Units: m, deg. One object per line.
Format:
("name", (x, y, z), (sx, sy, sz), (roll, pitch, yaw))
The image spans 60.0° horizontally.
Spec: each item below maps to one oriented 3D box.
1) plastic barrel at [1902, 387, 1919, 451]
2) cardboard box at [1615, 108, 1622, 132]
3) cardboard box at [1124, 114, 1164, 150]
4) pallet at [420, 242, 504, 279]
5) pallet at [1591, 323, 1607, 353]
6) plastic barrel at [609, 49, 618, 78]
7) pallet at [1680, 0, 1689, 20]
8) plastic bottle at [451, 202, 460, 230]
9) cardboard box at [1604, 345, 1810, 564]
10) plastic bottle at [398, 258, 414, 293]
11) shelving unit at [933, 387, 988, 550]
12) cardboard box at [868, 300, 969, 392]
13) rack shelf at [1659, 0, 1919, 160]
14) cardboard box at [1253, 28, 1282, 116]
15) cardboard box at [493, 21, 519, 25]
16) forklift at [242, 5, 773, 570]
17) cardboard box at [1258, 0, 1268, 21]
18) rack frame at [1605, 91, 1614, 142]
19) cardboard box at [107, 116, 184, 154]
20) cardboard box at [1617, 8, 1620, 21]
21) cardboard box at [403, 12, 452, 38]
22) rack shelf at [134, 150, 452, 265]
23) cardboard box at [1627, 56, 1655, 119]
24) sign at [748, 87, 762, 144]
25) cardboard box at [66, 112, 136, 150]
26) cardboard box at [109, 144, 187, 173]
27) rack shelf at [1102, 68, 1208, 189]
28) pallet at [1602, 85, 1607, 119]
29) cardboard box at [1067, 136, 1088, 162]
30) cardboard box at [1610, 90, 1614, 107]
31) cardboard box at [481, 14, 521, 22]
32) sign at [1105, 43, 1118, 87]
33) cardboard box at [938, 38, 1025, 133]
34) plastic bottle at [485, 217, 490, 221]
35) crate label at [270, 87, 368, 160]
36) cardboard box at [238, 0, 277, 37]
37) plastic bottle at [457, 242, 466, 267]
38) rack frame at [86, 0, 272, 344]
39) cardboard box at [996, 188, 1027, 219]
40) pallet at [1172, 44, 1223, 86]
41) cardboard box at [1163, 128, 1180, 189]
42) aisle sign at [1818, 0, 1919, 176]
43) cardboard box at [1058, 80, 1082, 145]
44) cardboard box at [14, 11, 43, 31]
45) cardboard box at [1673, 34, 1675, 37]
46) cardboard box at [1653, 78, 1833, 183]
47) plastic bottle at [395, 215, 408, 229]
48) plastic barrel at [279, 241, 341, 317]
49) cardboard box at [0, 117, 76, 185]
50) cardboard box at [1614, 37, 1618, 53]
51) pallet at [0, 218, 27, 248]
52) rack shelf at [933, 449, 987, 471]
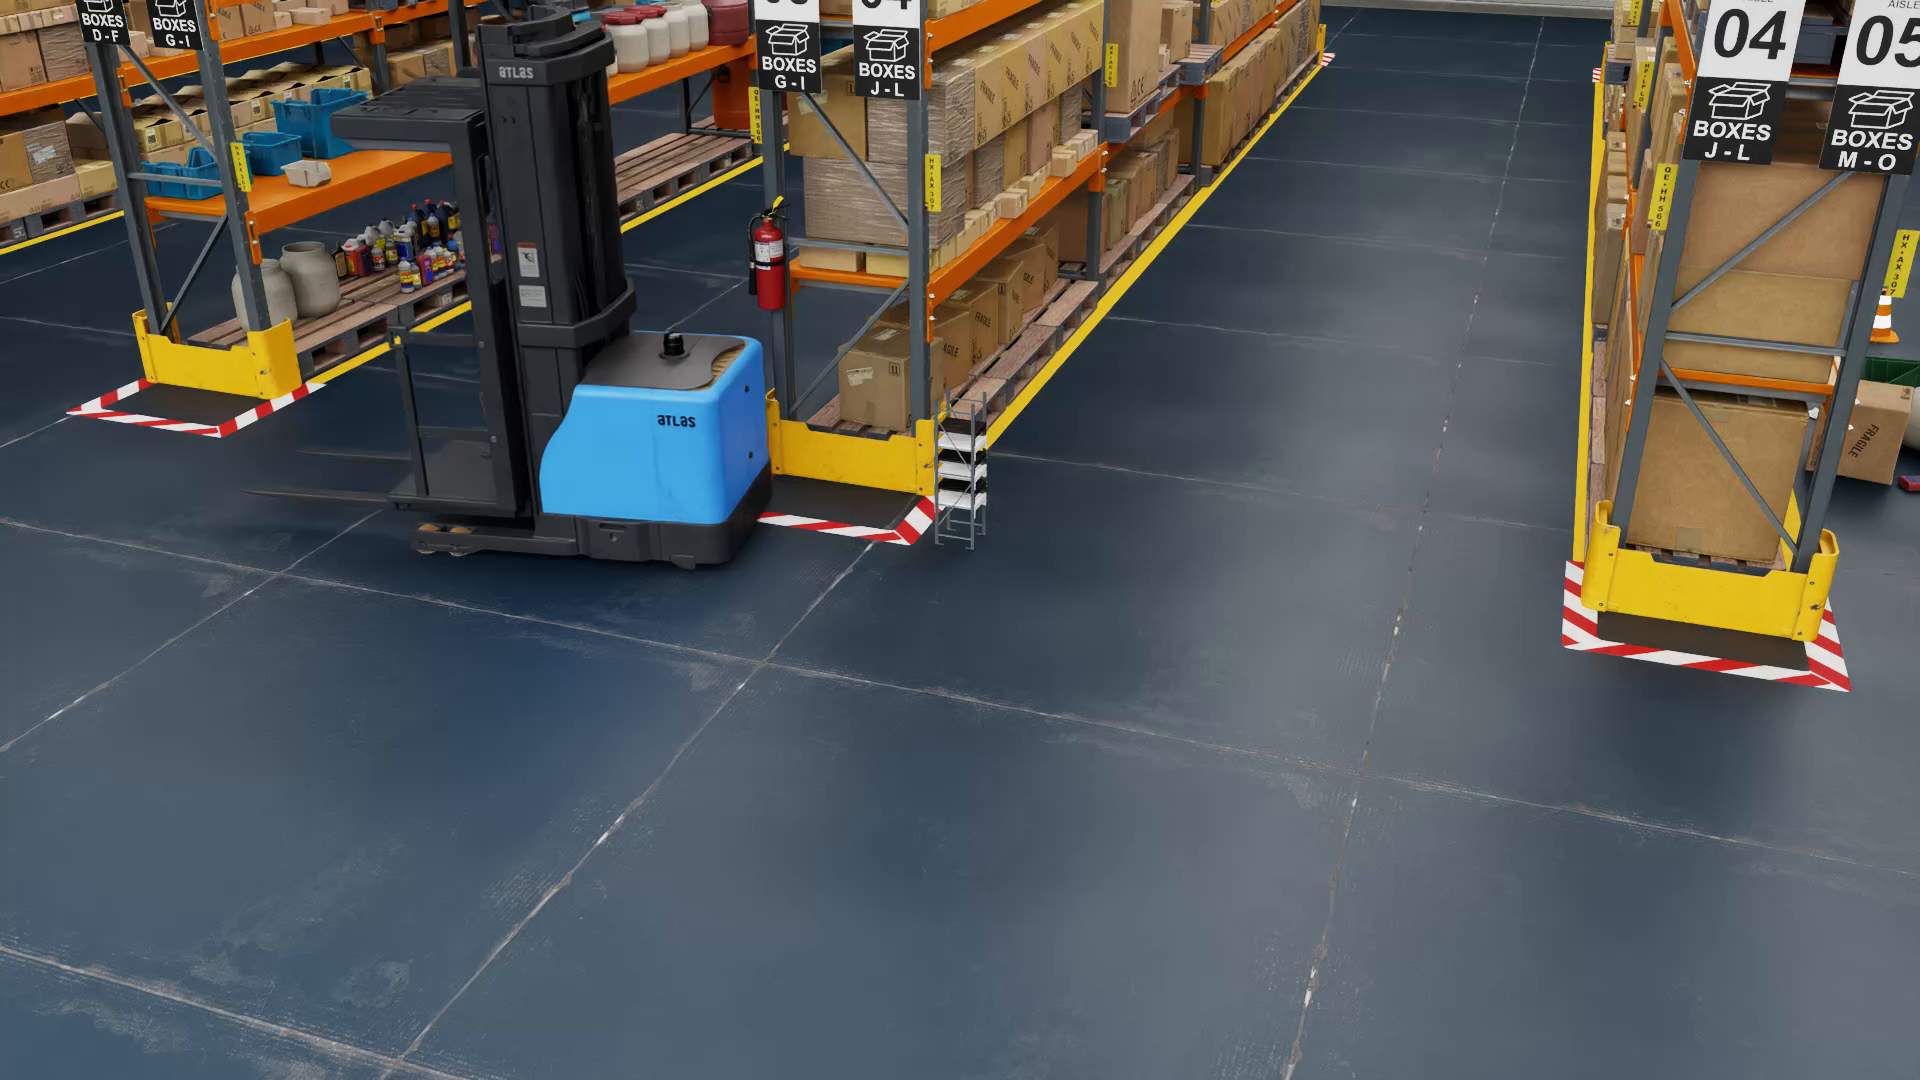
("plastic barrel", (6.373, -0.774, 10.863), (0.421, 0.421, 0.512), (-14, 29, -27))
("cardboard box", (6.616, -3.987, 16.068), (0.500, 0.250, 0.500), (8, 27, 16))
("cardboard box", (1.630, -3.938, 15.945), (0.500, 0.250, 0.500), (12, 28, 23))
("pallet", (-4.273, -2.576, 14.829), (1.003, 0.211, 1.213), (9, 27, 17))
("pallet", (5.490, -1.695, 13.009), (1.003, 0.211, 1.213), (9, 27, 17))
("plastic barrel", (-3.425, -4.561, 15.886), (0.301, 0.262, 0.301), (0, 26, 0))
("pallet", (4.614, -3.098, 9.366), (1.003, 0.211, 1.213), (9, 27, 17))
("plastic bottle", (-4.511, -2.857, 14.822), (0.061, 0.283, 0.133), (9, 27, 17))
("cardboard box", (4.136, -0.499, 9.296), (0.875, 0.875, 0.875), (9, 27, 18))
("plastic bottle", (-4.444, -2.127, 13.328), (0.097, 0.271, 0.097), (0, 26, 0))
("shelving unit", (0.003, -0.408, 9.561), (0.258, 0.900, 0.210), (9, 27, 17))
("cardboard box", (-0.280, -1.308, 11.396), (0.500, 0.500, 0.500), (17, 30, 31))
("rack shelf", (4.639, -2.827, 9.529), (1.077, 0.370, 4.000), (9, 27, 17))
("cardboard box", (3.129, -5.637, 19.907), (1.225, 0.875, 0.875), (9, 27, 18))
("cardboard box", (-6.084, -6.735, 22.583), (0.500, 0.500, 0.500), (9, 27, 18))
("forklift", (-2.708, -1.446, 9.373), (3.031, 2.935, 1.130), (4, 26, 9))
("cardboard box", (3.253, -6.281, 19.167), (0.500, 0.500, 0.500), (10, 27, 19))
("rack frame", (7.966, -5.910, 18.514), (1.000, 3.000, 0.127), (9, 27, 17))
("cardboard box", (-8.308, -4.159, 16.927), (0.500, 0.311, 0.500), (9, 27, 18))
("cardboard box", (6.711, -5.168, 16.447), (0.380, 0.149, 0.250), (9, 27, 17))
("cardboard box", (-6.908, -6.739, 21.729), (0.500, 0.250, 0.500), (8, 27, 16))
("rack shelf", (-4.676, -2.956, 13.238), (1.077, 0.370, 4.000), (9, 27, 17))
("cardboard box", (5.897, -3.749, 13.937), (0.500, 0.500, 0.500), (9, 27, 17))
("sign", (-1.187, -2.491, 9.762), (0.100, 0.325, 0.005), (9, 27, 17))
("cardboard box", (-8.816, -4.233, 17.080), (0.500, 0.311, 0.500), (9, 27, 17))
("cardboard box", (-8.312, -3.902, 17.041), (0.500, 0.250, 0.500), (8, 27, 16))
("rack shelf", (1.326, -3.881, 15.149), (1.077, 0.370, 4.000), (9, 27, 17))
("pallet", (8.561, -5.439, 20.741), (1.003, 0.211, 1.213), (9, 27, 17))
("cardboard box", (0.774, -3.038, 12.870), (0.380, 0.149, 0.250), (9, 27, 17))
("cardboard box", (7.771, -5.125, 19.341), (0.380, 0.149, 0.250), (9, 27, 18))
("cardboard box", (-6.409, -7.018, 23.167), (0.500, 0.500, 0.500), (8, 27, 15))
("sign", (1.175, -3.697, 12.950), (0.100, 0.325, 0.005), (9, 27, 17))
("cardboard box", (0.108, -2.965, 10.828), (0.500, 0.500, 0.500), (9, 27, 17))
("plastic bottle", (-4.165, -2.699, 14.503), (0.152, 0.276, 0.135), (9, 27, 17))
("crate label", (-4.984, -3.269, 13.019), (0.502, 0.435, 0.616), (9, 27, 17))
("cardboard box", (-7.892, -5.818, 18.210), (0.500, 0.500, 0.500), (7, 27, 15))
("plastic bottle", (-4.195, -2.403, 13.977), (0.097, 0.201, 0.097), (0, 26, 0))
("rack frame", (-5.341, -2.458, 11.384), (1.000, 3.000, 0.127), (9, 27, 17))
("cardboard box", (0.240, -2.311, 11.369), (0.380, 0.149, 0.250), (9, 27, 17))
("pallet", (1.855, -4.632, 16.095), (1.213, 0.211, 1.003), (9, 27, 17))
("cardboard box", (1.788, -3.822, 16.564), (0.700, 0.500, 0.500), (7, 27, 15))
("aisle sign", (4.232, -2.076, 7.612), (0.394, 0.787, 0.004), (9, 27, 17))
("cardboard box", (0.453, -3.386, 12.845), (0.875, 0.500, 0.500), (9, 27, 17))
("cardboard box", (-8.737, -4.806, 15.375), (0.380, 0.149, 0.250), (8, 27, 16))
("cardboard box", (5.633, -3.534, 12.344), (0.700, 0.500, 0.500), (8, 27, 17))
("cardboard box", (4.597, -2.365, 9.782), (0.875, 0.550, 0.500), (9, 27, 17))
("plastic bottle", (-4.827, -2.666, 14.426), (0.061, 0.283, 0.133), (10, 28, 20))
("plastic barrel", (-5.027, -2.014, 12.841), (0.421, 0.512, 0.421), (0, 26, 0))
("cardboard box", (-8.806, -3.684, 15.730), (0.500, 0.500, 0.500), (9, 27, 17))
("cardboard box", (6.450, -4.713, 15.849), (0.380, 0.149, 0.250), (9, 27, 17))
("pallet", (-9.388, -2.742, 15.172), (1.003, 0.211, 1.213), (9, 27, 17))
("rack shelf", (0.003, -0.459, 9.536), (0.258, 0.077, 0.200), (9, 27, 17))
